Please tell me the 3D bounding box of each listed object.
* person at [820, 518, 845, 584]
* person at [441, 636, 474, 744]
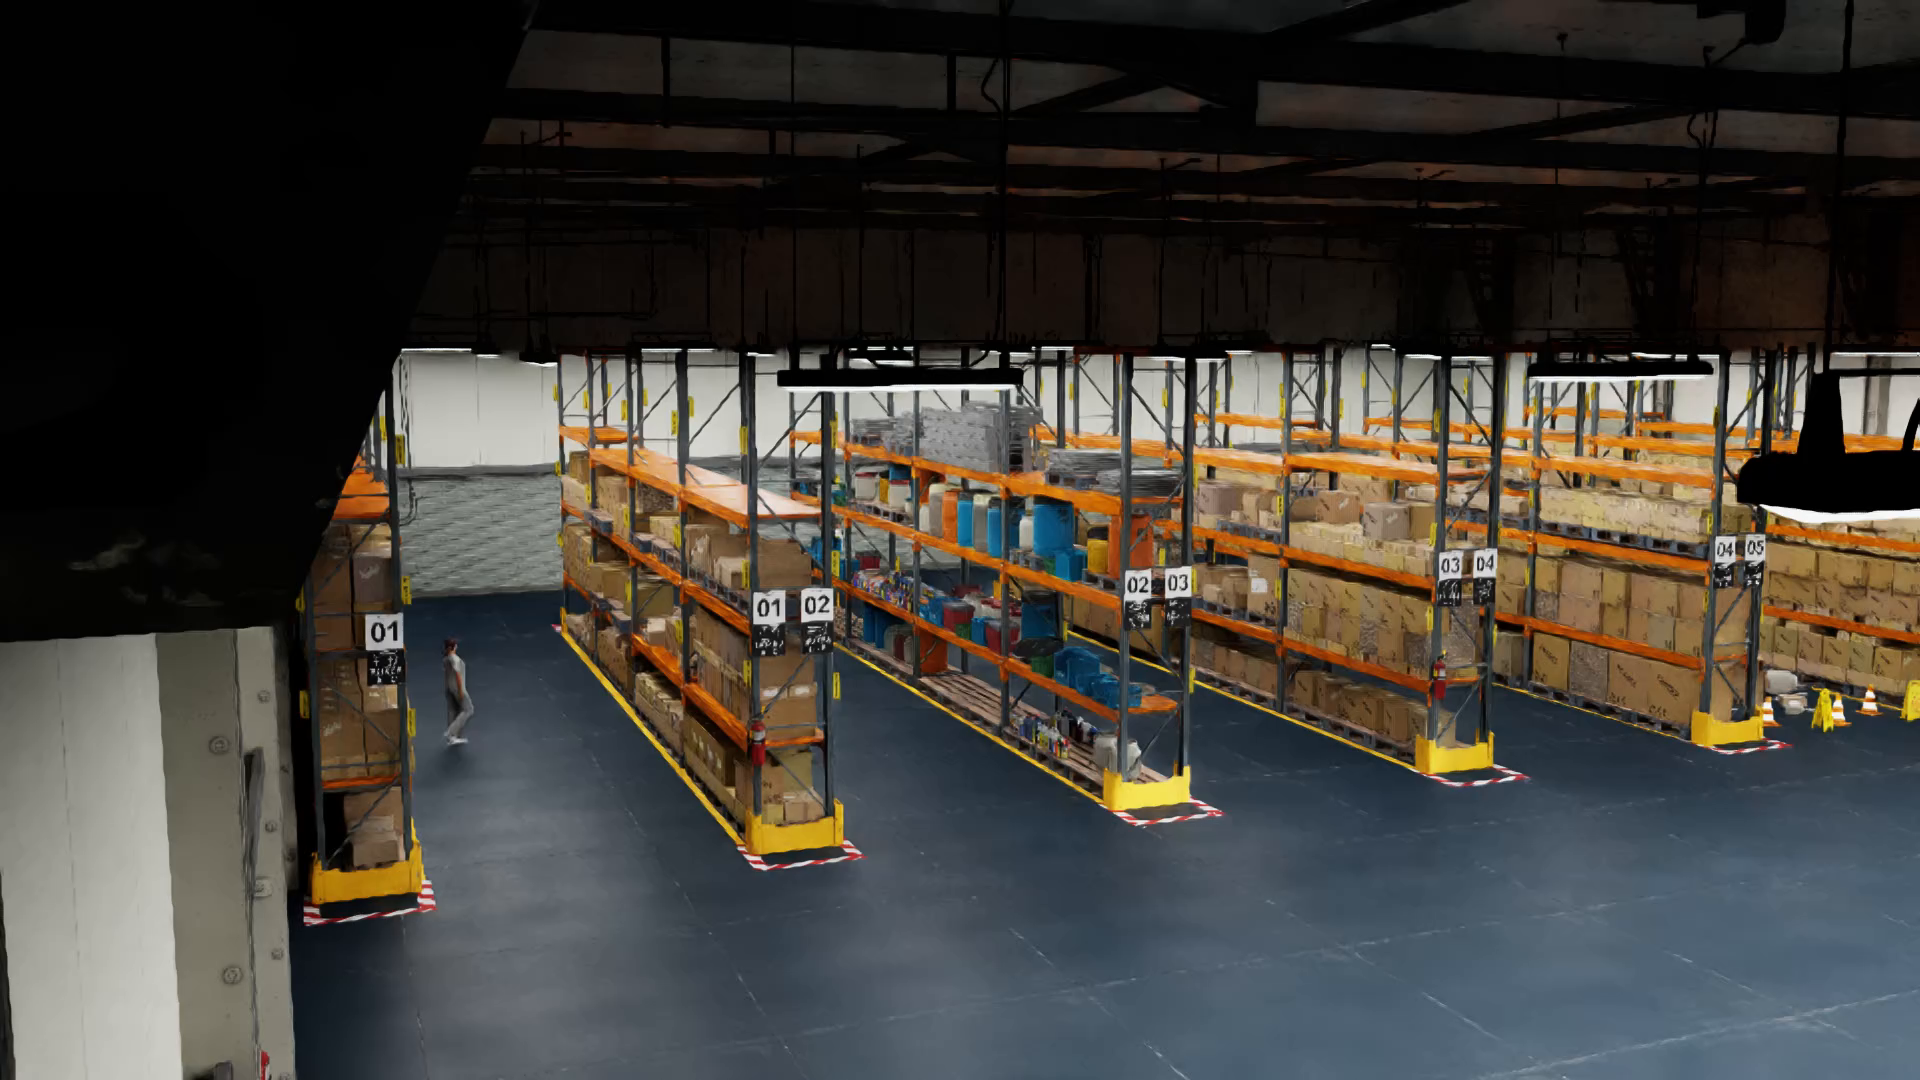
[{"bbox_3d":[-3.145,0.292,41.068,0.494,1.660,0.643,4,8,29],"label":"person"},{"bbox_3d":[-7.700,2.296,25.312,0.492,1.669,0.435,7,10,44],"label":"person"}]
